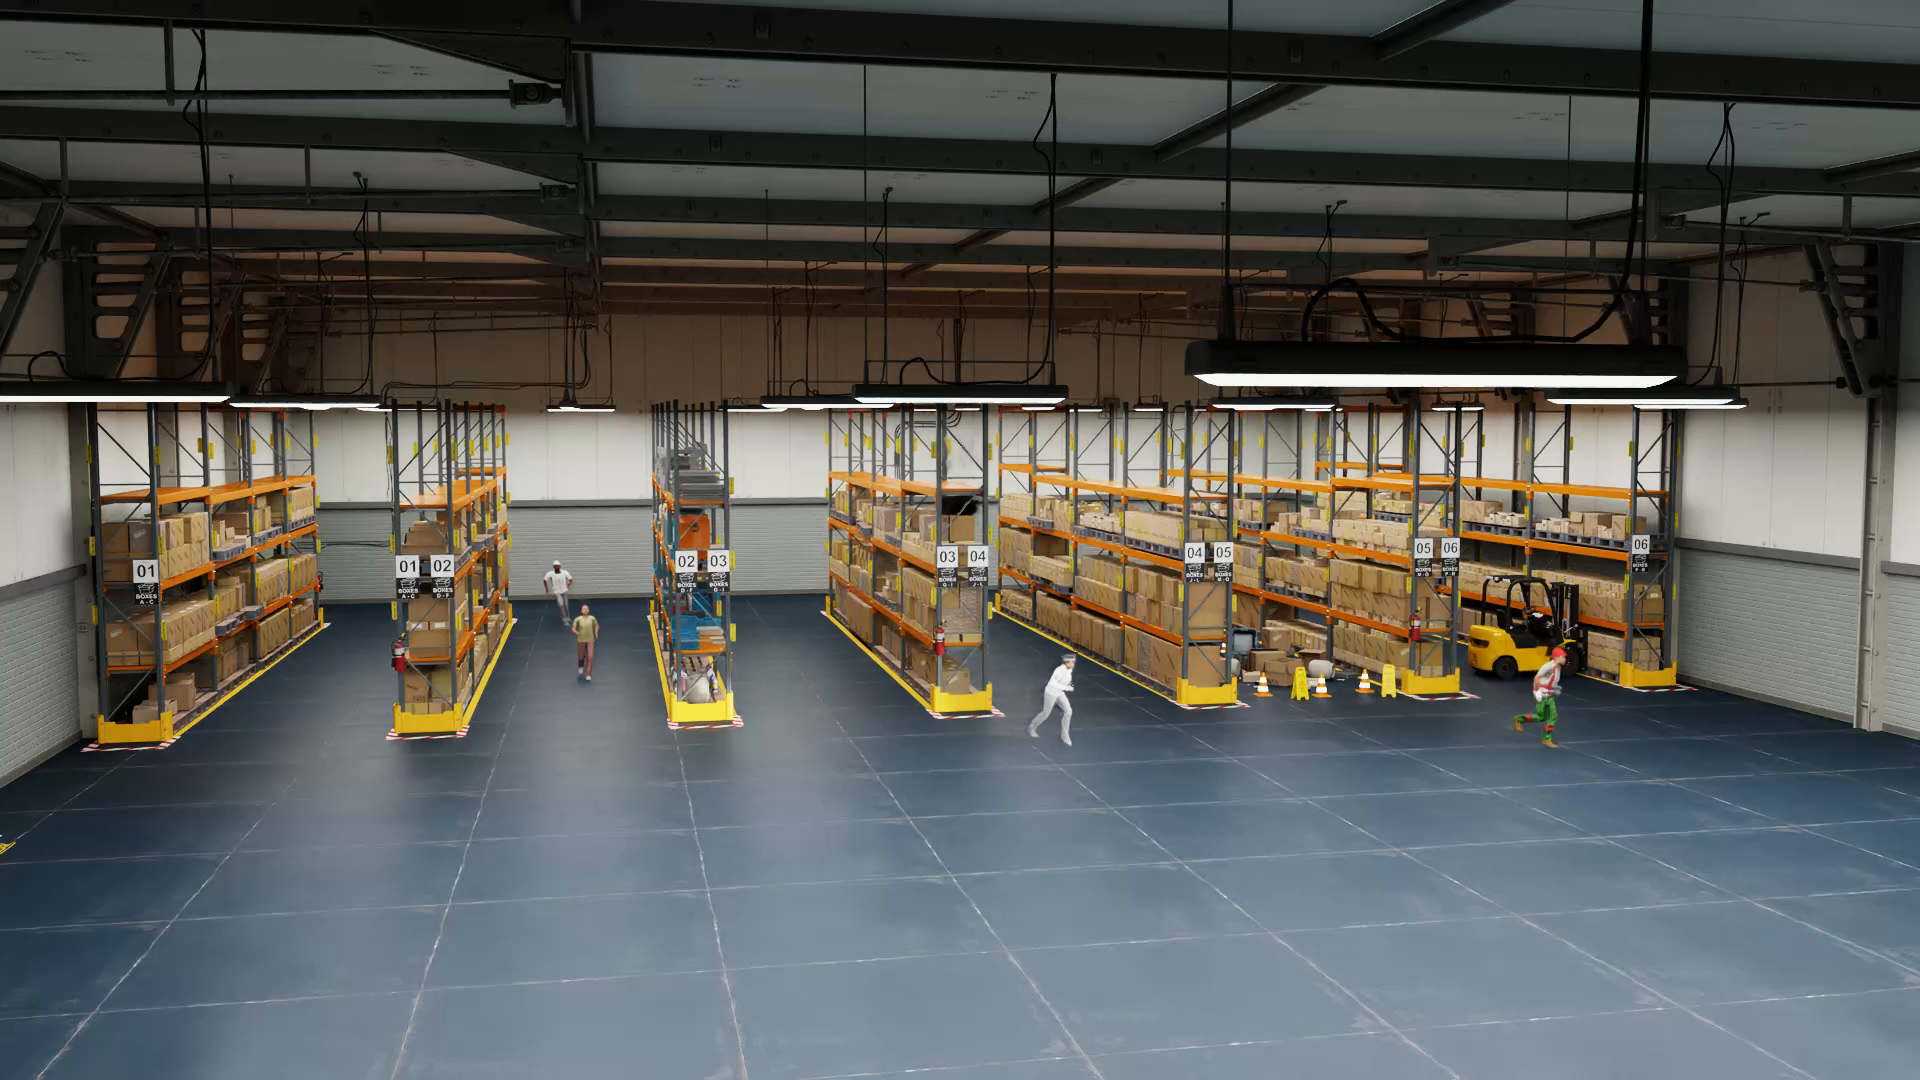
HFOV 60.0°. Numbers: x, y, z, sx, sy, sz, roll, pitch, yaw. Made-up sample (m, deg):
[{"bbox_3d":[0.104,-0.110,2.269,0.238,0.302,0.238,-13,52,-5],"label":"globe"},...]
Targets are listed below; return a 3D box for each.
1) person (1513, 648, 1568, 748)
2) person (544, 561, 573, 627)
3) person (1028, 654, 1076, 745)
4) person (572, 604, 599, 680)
[{"bbox_3d":[10.079,2.713,28.874,0.919,1.723,0.640,3,5,35],"label":"person"},{"bbox_3d":[-10.871,1.440,45.181,0.758,1.765,0.918,-2,5,-26],"label":"person"},{"bbox_3d":[1.616,2.770,29.099,0.957,1.622,0.657,3,5,34],"label":"person"},{"bbox_3d":[-8.095,2.199,36.004,0.588,1.619,0.758,-2,5,-20],"label":"person"}]
